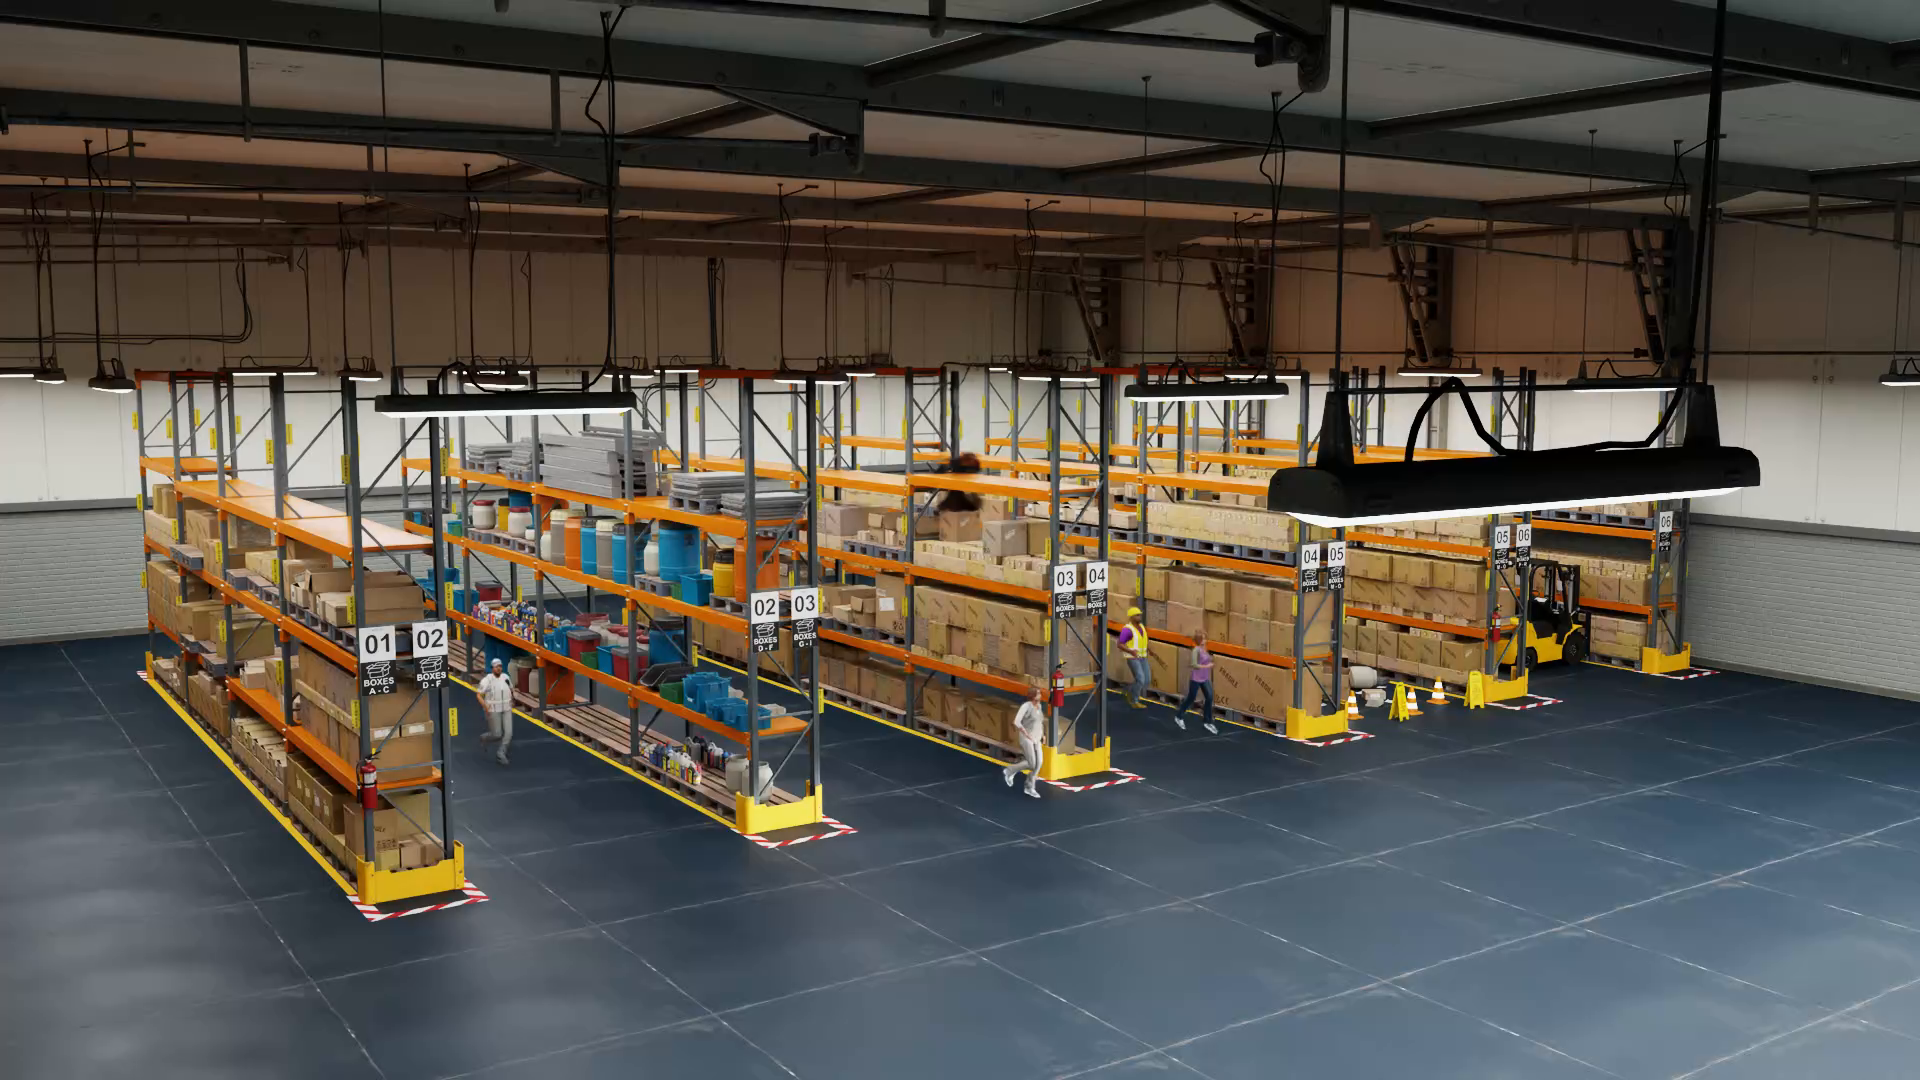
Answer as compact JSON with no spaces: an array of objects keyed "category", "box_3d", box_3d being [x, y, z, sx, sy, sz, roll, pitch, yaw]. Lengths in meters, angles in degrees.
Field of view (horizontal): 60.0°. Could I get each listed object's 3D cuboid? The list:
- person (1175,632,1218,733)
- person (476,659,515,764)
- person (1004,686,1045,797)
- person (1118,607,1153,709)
[{"category":"person","box_3d":[3.857,2.299,27.032,0.754,1.629,0.576,5,8,36]},{"category":"person","box_3d":[-7.172,2.637,25.762,0.614,1.631,0.575,-6,9,-41]},{"category":"person","box_3d":[0.986,2.875,23.956,0.603,1.561,0.562,5,8,38]},{"category":"person","box_3d":[3.004,2.007,28.267,0.525,1.732,0.697,6,9,44]}]
